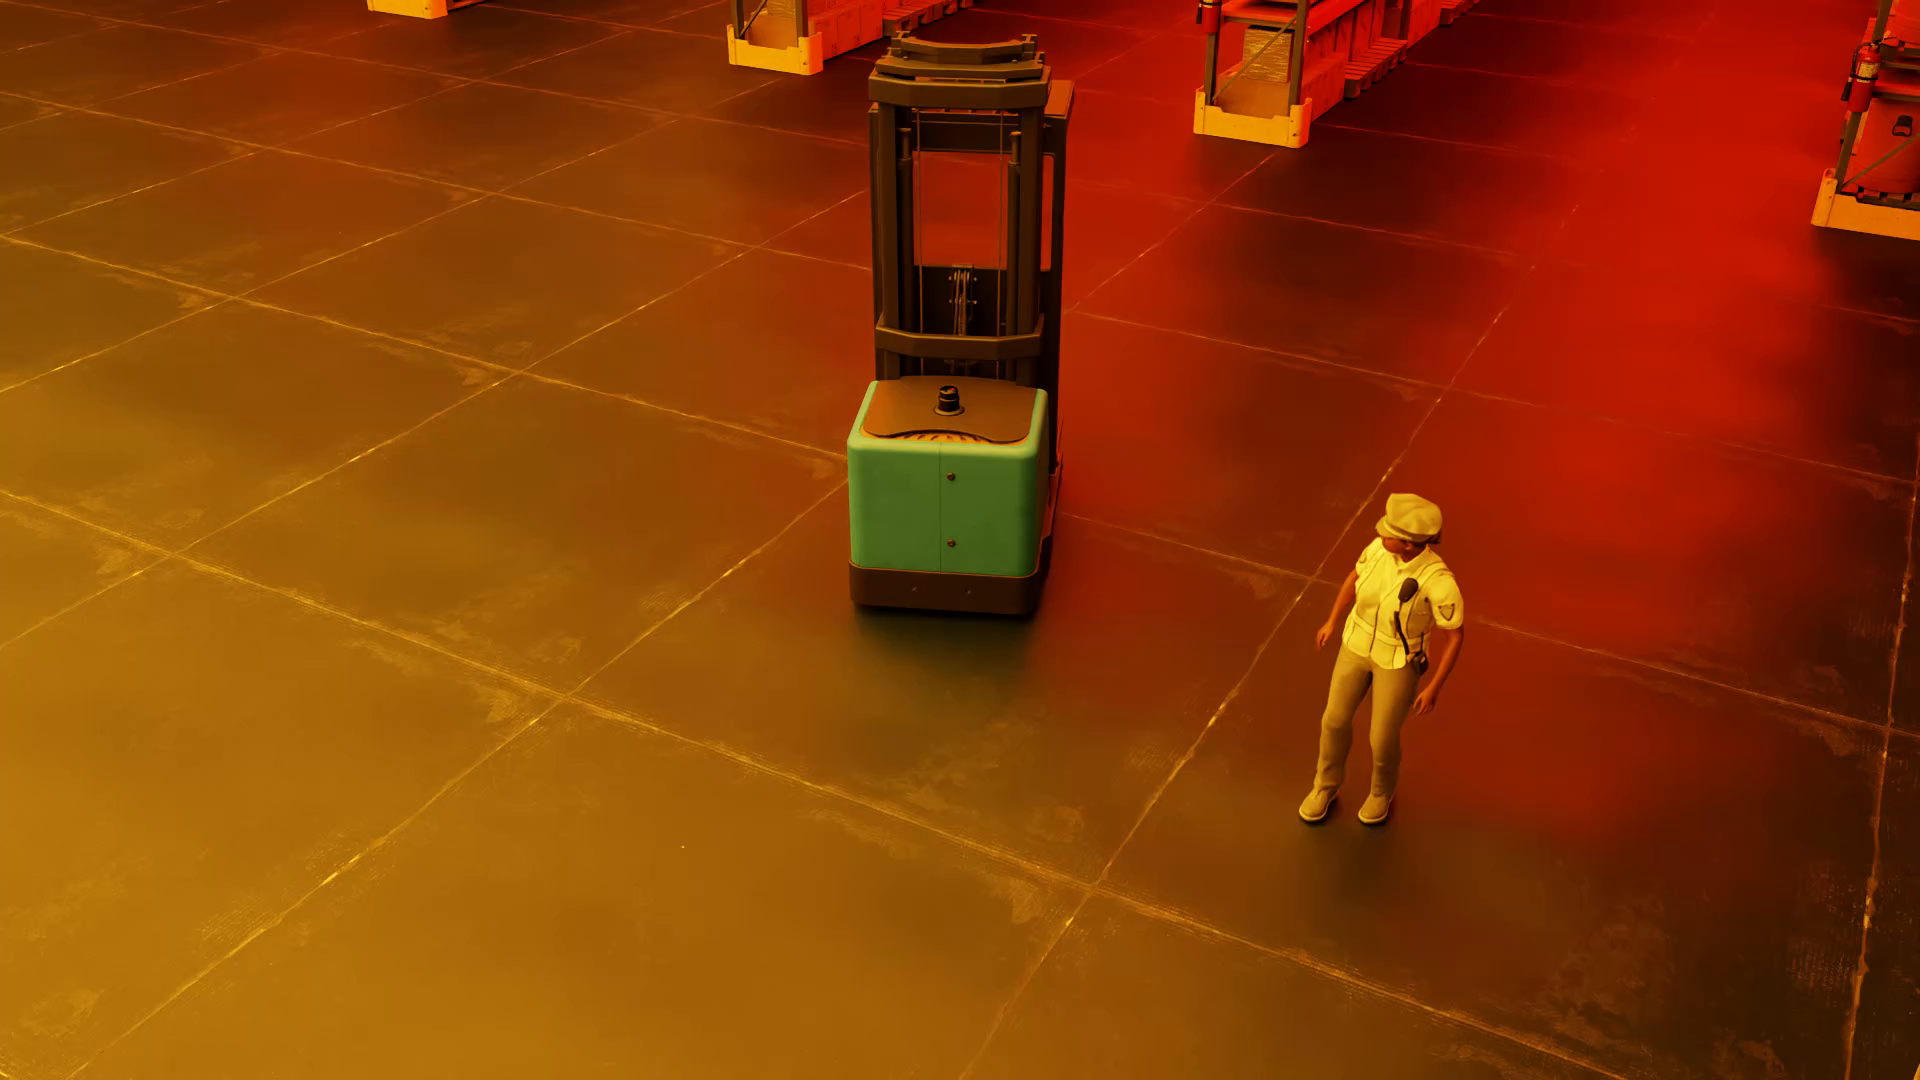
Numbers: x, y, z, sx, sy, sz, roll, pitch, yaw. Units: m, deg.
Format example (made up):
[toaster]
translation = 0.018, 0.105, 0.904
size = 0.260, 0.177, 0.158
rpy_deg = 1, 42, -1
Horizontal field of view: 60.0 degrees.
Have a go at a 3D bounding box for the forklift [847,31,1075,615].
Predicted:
[forklift]
translation = 0.072, -1.572, 9.794
size = 1.130, 2.935, 3.031
rpy_deg = 3, 30, 6

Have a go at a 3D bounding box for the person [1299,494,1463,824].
[person]
translation = 1.853, 0.554, 7.392
size = 0.657, 1.656, 0.470
rpy_deg = 25, 38, 37
